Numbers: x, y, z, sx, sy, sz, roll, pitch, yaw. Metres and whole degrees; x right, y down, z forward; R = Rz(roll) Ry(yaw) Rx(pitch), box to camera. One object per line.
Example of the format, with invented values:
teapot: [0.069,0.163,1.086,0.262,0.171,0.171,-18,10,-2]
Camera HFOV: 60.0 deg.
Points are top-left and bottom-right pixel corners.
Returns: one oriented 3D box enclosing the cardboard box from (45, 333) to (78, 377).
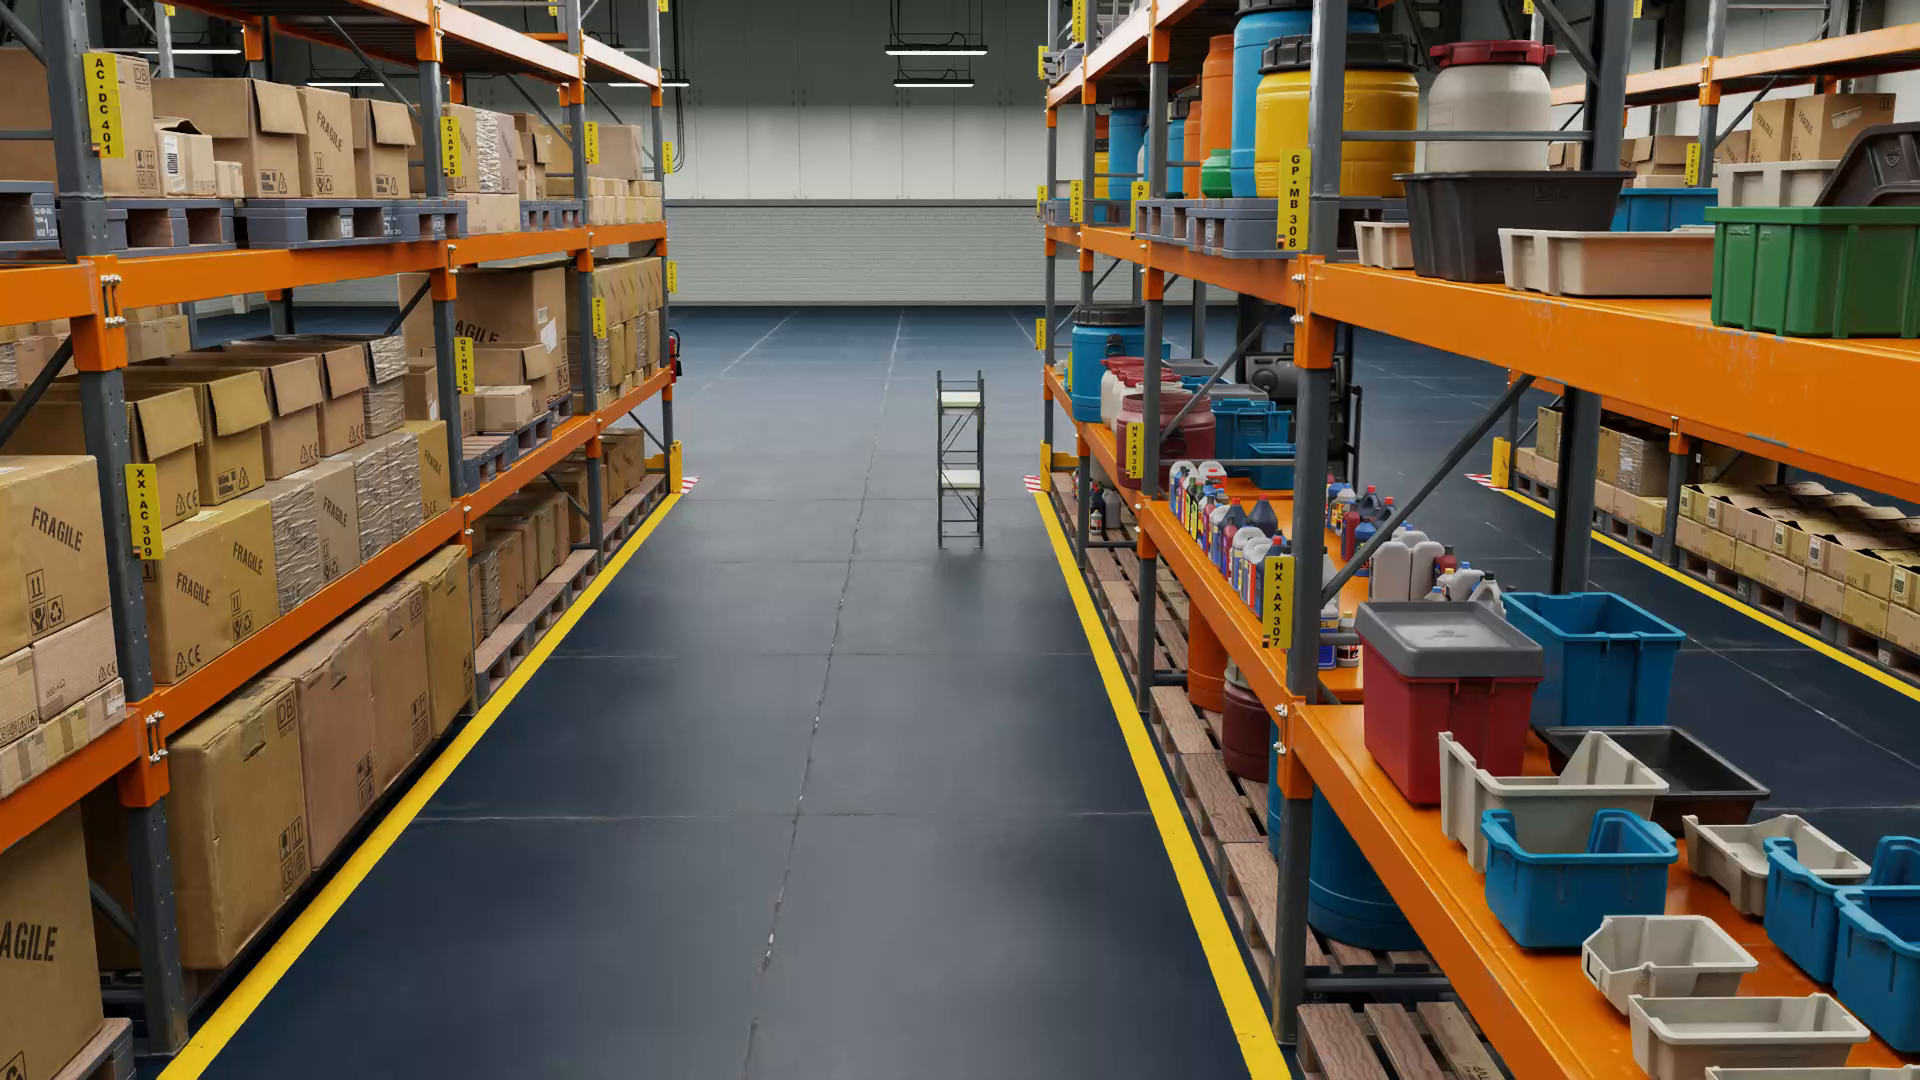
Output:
cardboard box: [-8.376,-1.582,14.938,0.875,0.550,0.550,0,11,-1]

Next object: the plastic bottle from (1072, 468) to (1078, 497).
plastic bottle: [1.127,-0.551,15.987,0.097,0.271,0.097,0,11,0]

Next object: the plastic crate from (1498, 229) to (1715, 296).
plastic crate: [1.441,-0.604,3.613,0.437,0.136,0.530,0,11,-1]

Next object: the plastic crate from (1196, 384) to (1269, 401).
plastic crate: [1.839,-0.798,11.287,0.402,0.464,0.583,0,11,-1]

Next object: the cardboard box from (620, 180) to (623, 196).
cardboard box: [-3.271,-3.187,15.053,0.380,0.149,0.250,0,11,0]

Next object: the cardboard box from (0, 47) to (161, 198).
cardboard box: [-3.325,-1.469,5.902,0.700,0.500,0.500,0,11,0]

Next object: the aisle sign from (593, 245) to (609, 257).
aisle sign: [-3.852,-3.299,17.238,0.394,0.787,0.004,0,11,-1]

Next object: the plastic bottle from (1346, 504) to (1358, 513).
plastic bottle: [2.003,-0.083,8.424,0.097,0.201,0.097,0,11,0]

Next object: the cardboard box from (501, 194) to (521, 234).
cardboard box: [-3.171,-2.119,10.792,0.500,0.250,0.500,0,11,0]

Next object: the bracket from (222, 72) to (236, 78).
bracket: [-19.564,-12.397,44.478,0.235,0.232,0.430,0,11,-1]

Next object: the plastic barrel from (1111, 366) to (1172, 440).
plastic barrel: [1.300,-0.969,11.949,0.433,0.535,0.433,0,11,0]

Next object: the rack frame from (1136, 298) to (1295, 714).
rack frame: [1.567,-0.444,9.704,1.000,3.000,0.127,0,11,-1]

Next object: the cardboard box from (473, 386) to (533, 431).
cardboard box: [-3.190,-0.890,11.224,0.500,0.250,0.500,-1,11,-3]

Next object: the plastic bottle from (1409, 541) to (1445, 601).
plastic bottle: [2.002,0.134,7.165,0.152,0.276,0.135,0,11,-1]

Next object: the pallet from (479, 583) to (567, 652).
pallet: [-3.422,0.546,11.839,1.003,0.211,1.213,0,11,-1]

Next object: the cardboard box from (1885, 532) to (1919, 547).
cardboard box: [6.774,0.092,11.510,0.500,0.311,0.500,-1,11,-3]

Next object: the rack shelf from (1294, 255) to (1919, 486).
rack shelf: [1.691,-0.369,3.598,1.077,0.370,4.000,0,11,-1]

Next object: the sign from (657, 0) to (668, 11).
sign: [-2.995,-5.488,16.728,0.100,0.325,0.005,0,11,-1]

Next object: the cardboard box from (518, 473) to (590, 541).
cardboard box: [-3.436,-0.279,14.122,0.500,0.500,0.500,-1,11,-3]

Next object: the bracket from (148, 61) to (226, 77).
bracket: [-19.511,-11.885,41.953,0.076,0.066,4.783,0,11,-1]

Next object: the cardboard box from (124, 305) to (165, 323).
cardboard box: [-8.439,-2.434,16.417,0.875,0.550,0.550,0,11,-1]

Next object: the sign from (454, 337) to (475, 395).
sign: [-2.830,-0.994,9.503,0.100,0.325,0.005,0,11,-1]

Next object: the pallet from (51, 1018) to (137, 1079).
pallet: [-3.365,1.889,5.215,1.003,0.211,1.213,0,11,-1]

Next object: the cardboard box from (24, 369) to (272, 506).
cardboard box: [-3.327,-0.433,6.873,0.797,0.503,0.637,0,11,-1]

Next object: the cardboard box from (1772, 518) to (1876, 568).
cardboard box: [6.229,-0.003,11.979,0.500,0.311,0.500,0,11,0]

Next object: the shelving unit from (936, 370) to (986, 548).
shelving unit: [0.000,-0.736,14.917,0.431,1.500,0.755,0,11,-1]

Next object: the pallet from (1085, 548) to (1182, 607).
pallet: [1.539,0.283,13.132,1.003,0.211,1.213,0,11,-1]

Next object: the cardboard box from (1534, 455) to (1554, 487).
cardboard box: [6.156,-0.705,16.851,0.500,0.250,0.500,0,11,-1]

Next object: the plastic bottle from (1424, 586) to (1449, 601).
plastic bottle: [1.889,0.286,6.603,0.097,0.201,0.097,0,11,0]

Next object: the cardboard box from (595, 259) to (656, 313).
cardboard box: [-3.276,-2.491,16.280,0.500,0.500,0.500,0,11,-1]

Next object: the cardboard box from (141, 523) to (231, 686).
cardboard box: [-3.062,0.230,6.130,0.500,0.500,0.500,0,11,-1]

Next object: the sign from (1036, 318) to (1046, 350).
sign: [0.851,-2.169,17.508,0.100,0.325,0.005,0,11,-1]

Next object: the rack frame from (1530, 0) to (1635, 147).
rack frame: [6.354,-4.994,17.043,1.000,3.000,0.127,0,11,-1]

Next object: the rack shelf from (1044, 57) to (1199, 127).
rack shelf: [1.443,-4.028,15.098,1.077,0.370,4.000,0,11,-1]

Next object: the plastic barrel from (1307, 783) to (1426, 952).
plastic barrel: [1.655,1.065,6.485,0.600,0.901,0.708,0,11,-1]

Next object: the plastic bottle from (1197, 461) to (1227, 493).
plastic bottle: [1.405,-0.297,9.289,0.152,0.276,0.135,0,11,-1]

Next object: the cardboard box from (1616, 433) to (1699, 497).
cardboard box: [6.210,-0.675,14.817,0.500,0.500,0.500,0,11,-1]

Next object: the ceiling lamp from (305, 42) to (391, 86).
ceiling lamp: [-15.099,-12.826,40.965,2.000,3.185,0.800,0,11,-1]

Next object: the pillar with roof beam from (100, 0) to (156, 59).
pillar with roof beam: [-15.500,-9.539,39.443,9.100,9.000,0.548,0,11,-1]

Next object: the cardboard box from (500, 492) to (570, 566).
cardboard box: [-3.477,-0.087,13.126,0.700,0.500,0.500,-1,12,-6]

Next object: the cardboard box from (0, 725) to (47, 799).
cardboard box: [-2.958,0.656,4.913,0.380,0.149,0.250,0,11,-2]

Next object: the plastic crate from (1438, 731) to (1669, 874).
plastic crate: [1.497,0.684,4.290,0.437,0.282,0.530,0,11,-1]

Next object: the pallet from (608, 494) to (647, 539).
pallet: [-3.545,-0.229,15.656,1.003,0.211,1.213,0,11,-1]

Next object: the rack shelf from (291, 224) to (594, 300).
rack shelf: [-3.427,-1.939,11.337,1.077,0.370,4.000,0,11,-1]

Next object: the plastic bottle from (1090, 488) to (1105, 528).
plastic bottle: [1.183,-0.283,14.468,0.144,0.351,0.185,-1,11,-3]

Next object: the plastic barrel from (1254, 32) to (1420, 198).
plastic barrel: [1.428,-1.598,6.316,0.600,0.588,0.600,0,11,0]

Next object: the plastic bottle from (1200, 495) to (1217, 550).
plastic bottle: [1.247,-0.087,8.266,0.097,0.271,0.097,0,11,0]

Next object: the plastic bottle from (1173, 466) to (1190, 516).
plastic bottle: [1.228,-0.271,9.172,0.097,0.271,0.097,0,11,0]

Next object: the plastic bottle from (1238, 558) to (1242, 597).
plastic bottle: [1.268,0.149,7.281,0.097,0.201,0.097,0,11,0]

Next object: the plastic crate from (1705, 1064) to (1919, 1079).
plastic crate: [1.543,1.027,2.965,0.396,0.136,0.243,0,11,-1]

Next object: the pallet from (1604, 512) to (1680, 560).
pallet: [6.462,-0.051,14.777,1.003,0.211,1.213,0,11,-1]

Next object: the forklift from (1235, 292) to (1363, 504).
forklift: [3.137,-1.557,15.364,1.130,2.935,3.031,0,11,-1]

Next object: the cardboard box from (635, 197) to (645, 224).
cardboard box: [-3.271,-3.115,15.700,0.500,0.250,0.500,0,11,0]

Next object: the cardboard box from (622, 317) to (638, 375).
cardboard box: [-3.471,-1.801,15.395,0.875,0.500,0.500,0,11,-1]

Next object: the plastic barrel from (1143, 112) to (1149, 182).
plastic barrel: [1.712,-2.855,12.781,0.600,0.901,0.708,0,11,-1]

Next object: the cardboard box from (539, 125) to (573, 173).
cardboard box: [-3.790,-3.628,15.595,0.500,0.500,0.500,0,11,-1]

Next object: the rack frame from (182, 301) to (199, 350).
rack frame: [-8.512,-2.014,17.441,1.000,3.000,0.127,0,11,-1]

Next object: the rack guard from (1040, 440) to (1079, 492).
rack guard: [1.450,-0.794,17.718,1.175,0.500,0.348,0,11,-1]

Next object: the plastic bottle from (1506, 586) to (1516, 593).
plastic bottle: [2.066,0.307,6.295,0.061,0.283,0.133,0,11,-1]
